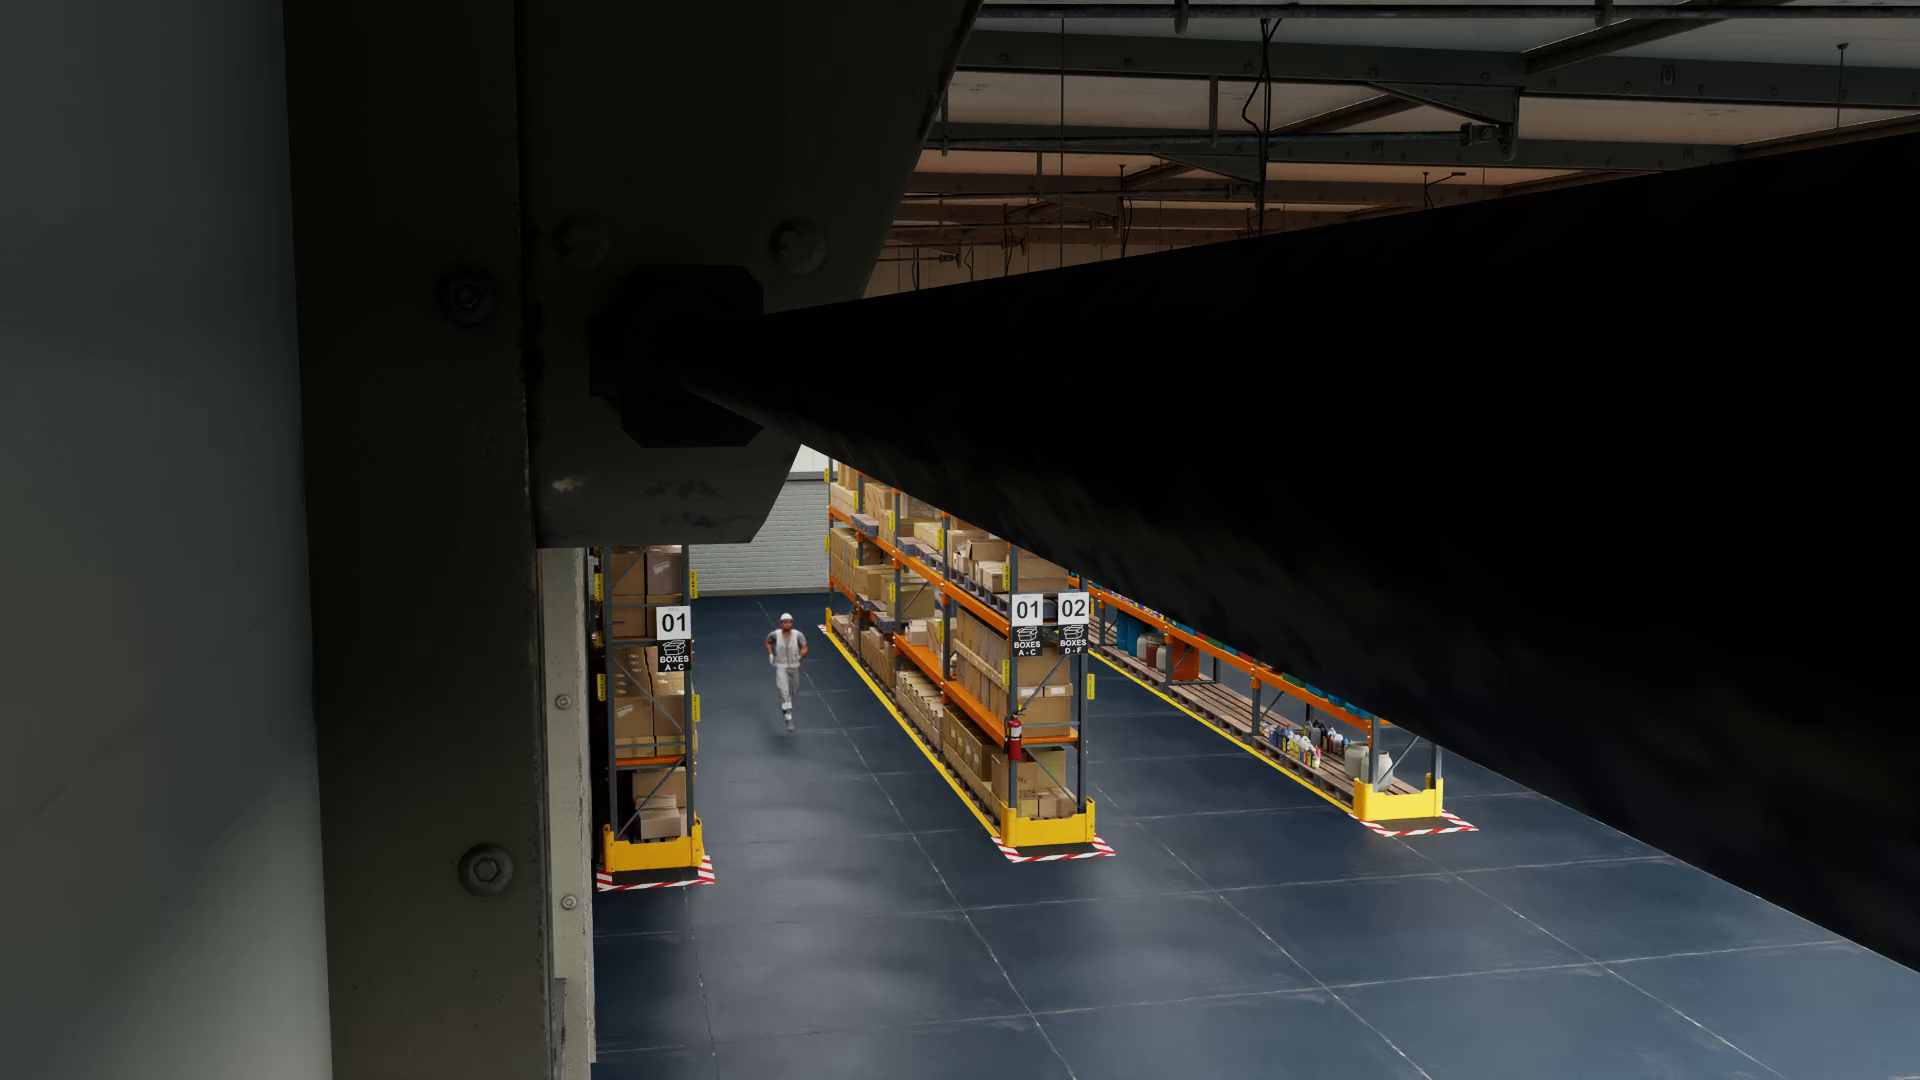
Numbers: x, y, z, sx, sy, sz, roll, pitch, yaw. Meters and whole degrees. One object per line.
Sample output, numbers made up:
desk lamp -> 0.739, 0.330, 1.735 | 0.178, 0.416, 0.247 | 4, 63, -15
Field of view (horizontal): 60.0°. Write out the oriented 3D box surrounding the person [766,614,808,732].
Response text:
person -> -2.750, 2.058, 26.576 | 0.626, 1.806, 1.149 | -2, 7, -18

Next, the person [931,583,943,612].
person -> -0.525, 1.196, 36.628 | 0.591, 1.606, 0.604 | -6, 9, -42
